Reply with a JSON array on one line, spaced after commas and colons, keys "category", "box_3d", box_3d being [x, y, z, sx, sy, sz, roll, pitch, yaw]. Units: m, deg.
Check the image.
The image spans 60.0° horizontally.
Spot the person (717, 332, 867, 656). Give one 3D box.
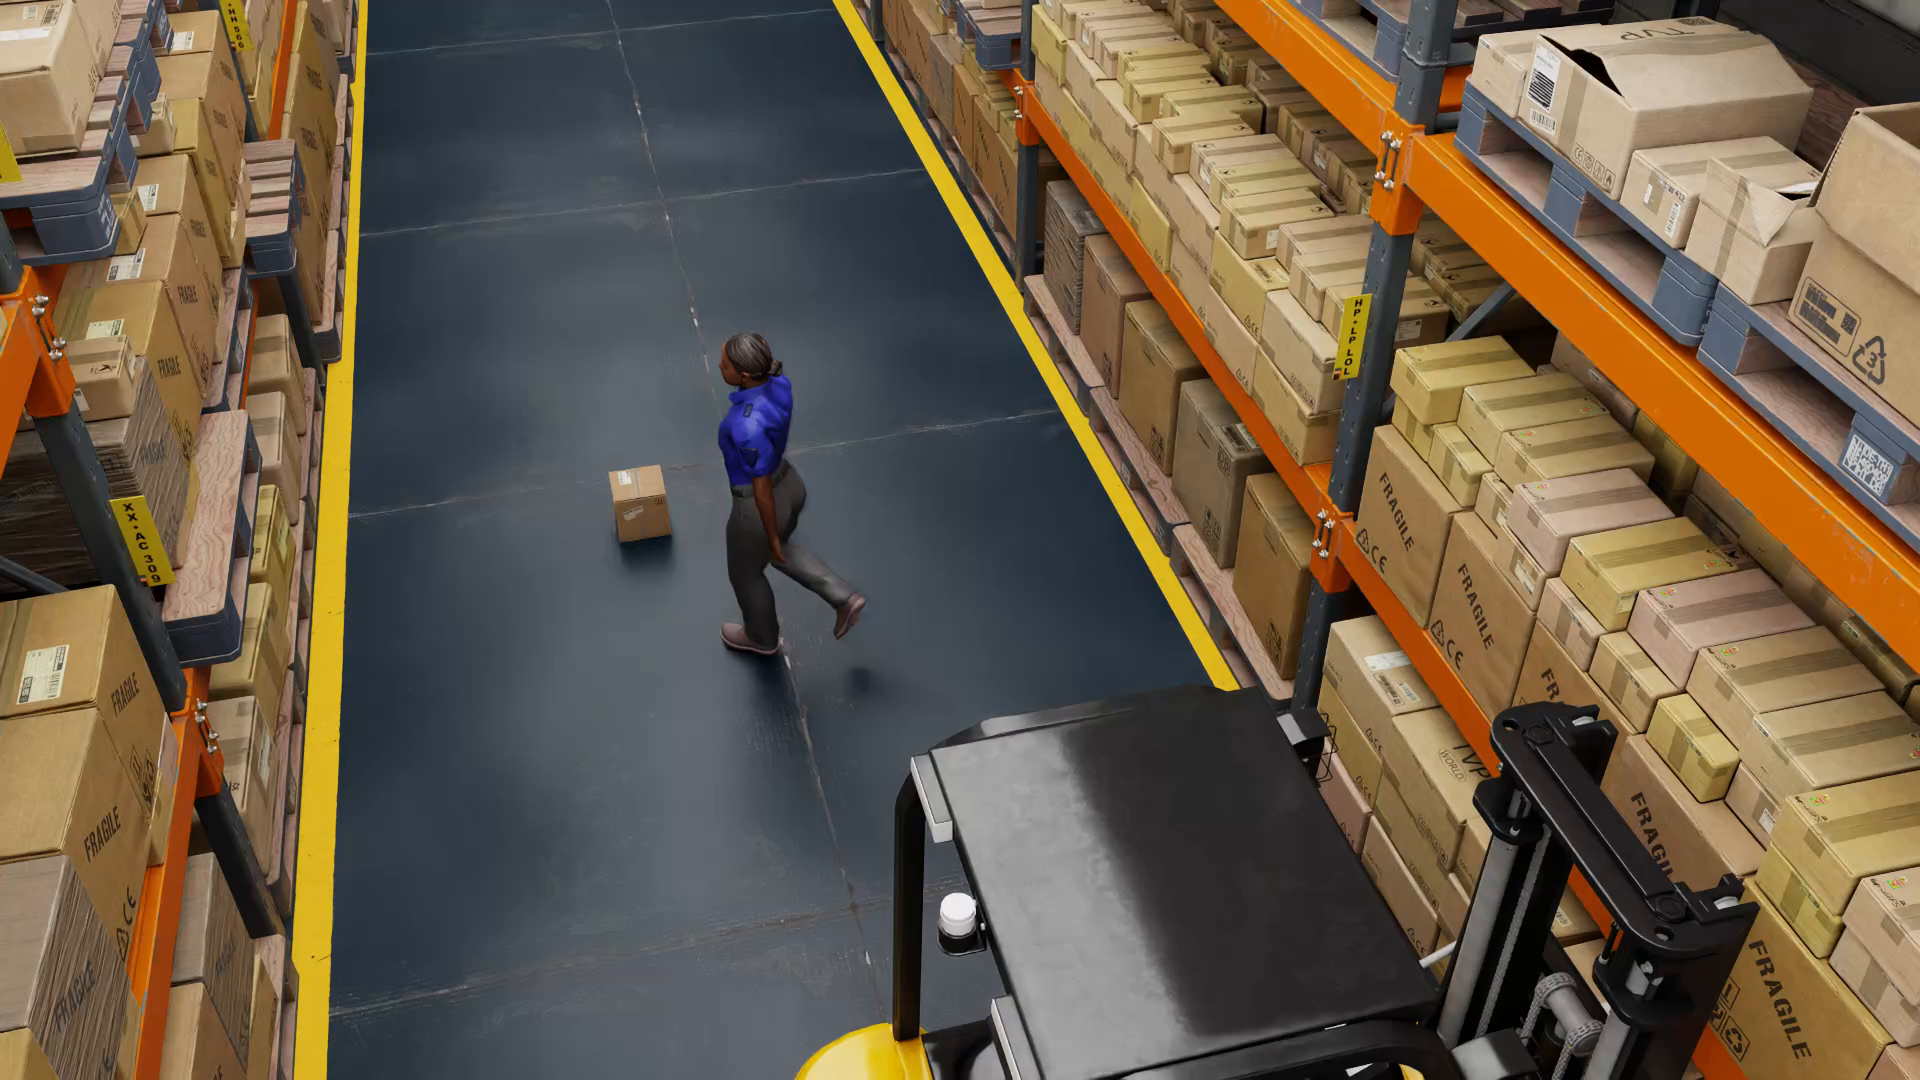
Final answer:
[{"category": "person", "box_3d": [-0.750, -0.148, 6.876, 0.682, 1.642, 0.458, 11, 40, 13]}]
